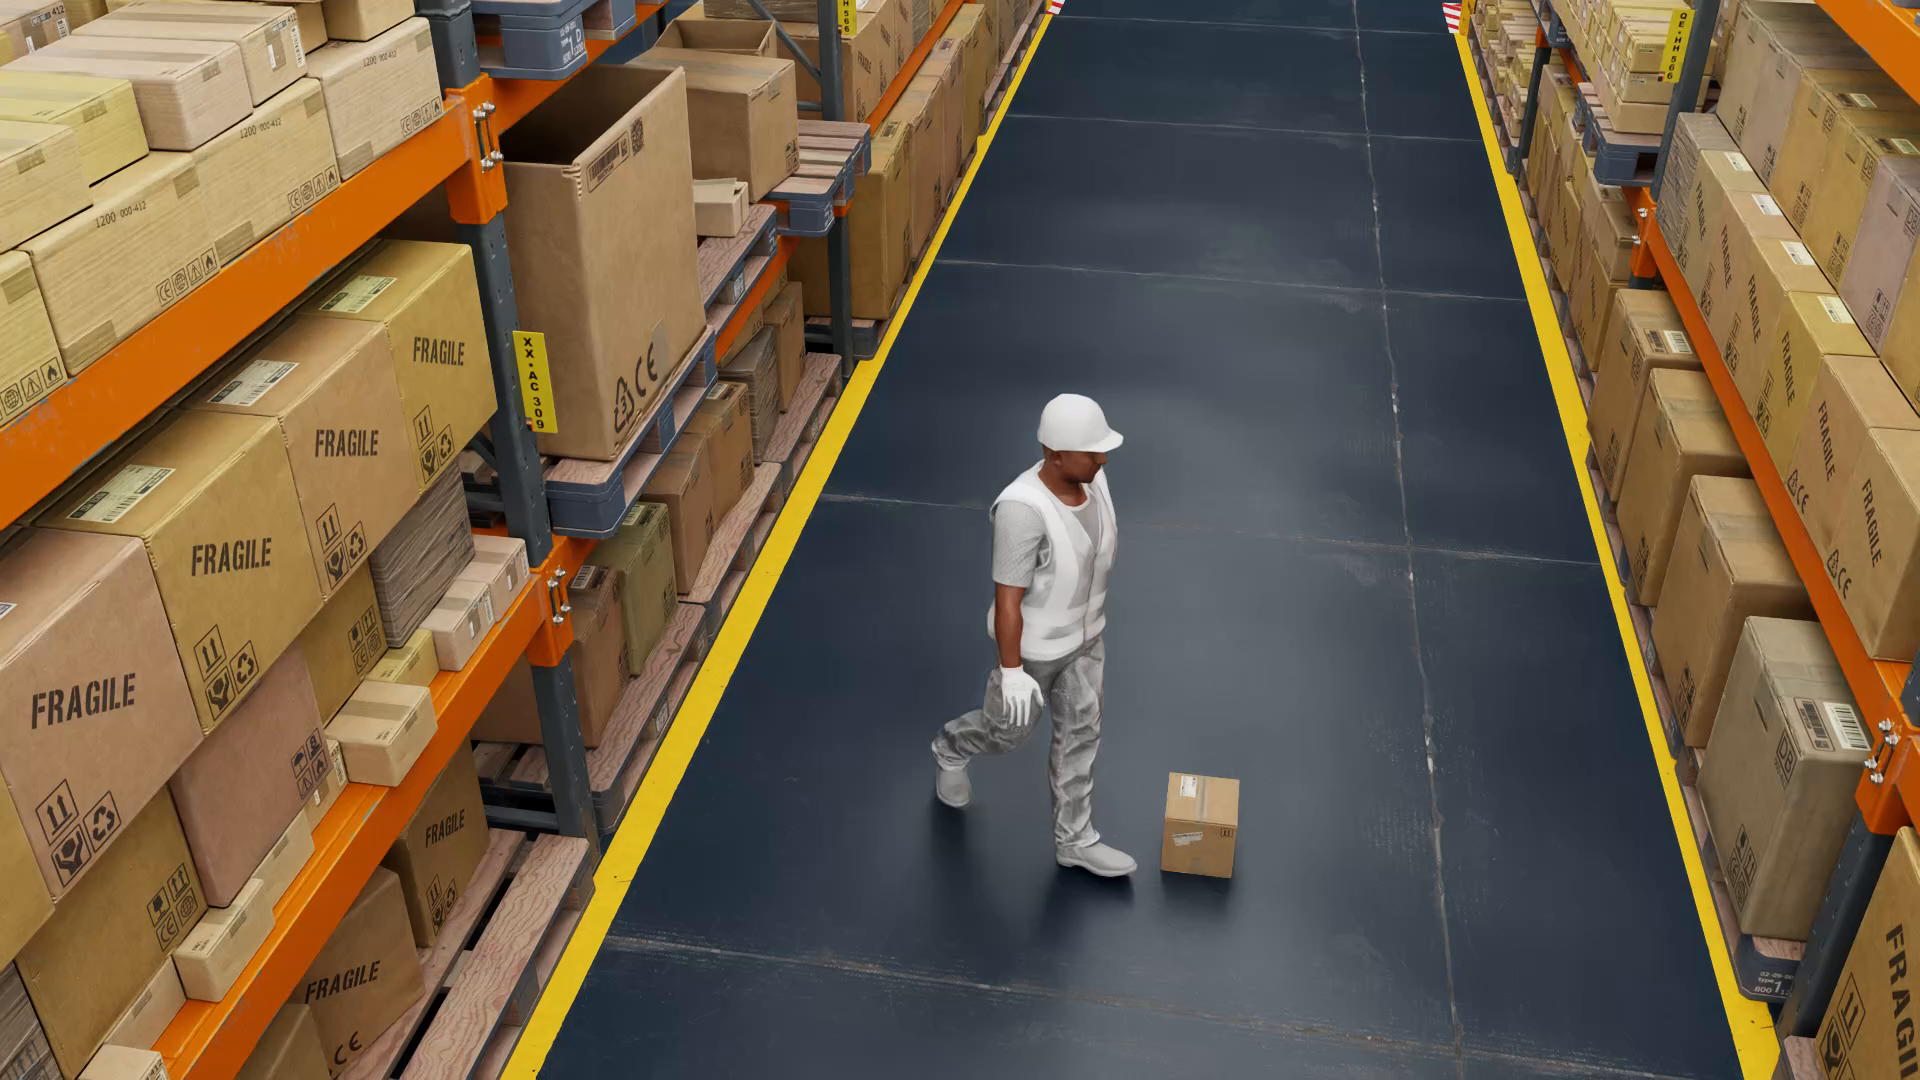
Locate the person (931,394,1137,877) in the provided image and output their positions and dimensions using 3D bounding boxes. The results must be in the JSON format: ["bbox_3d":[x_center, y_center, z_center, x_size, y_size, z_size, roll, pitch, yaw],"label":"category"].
[{"bbox_3d":[0.253,0.318,5.617,0.898,1.770,0.647,25,40,33],"label":"person"}]
